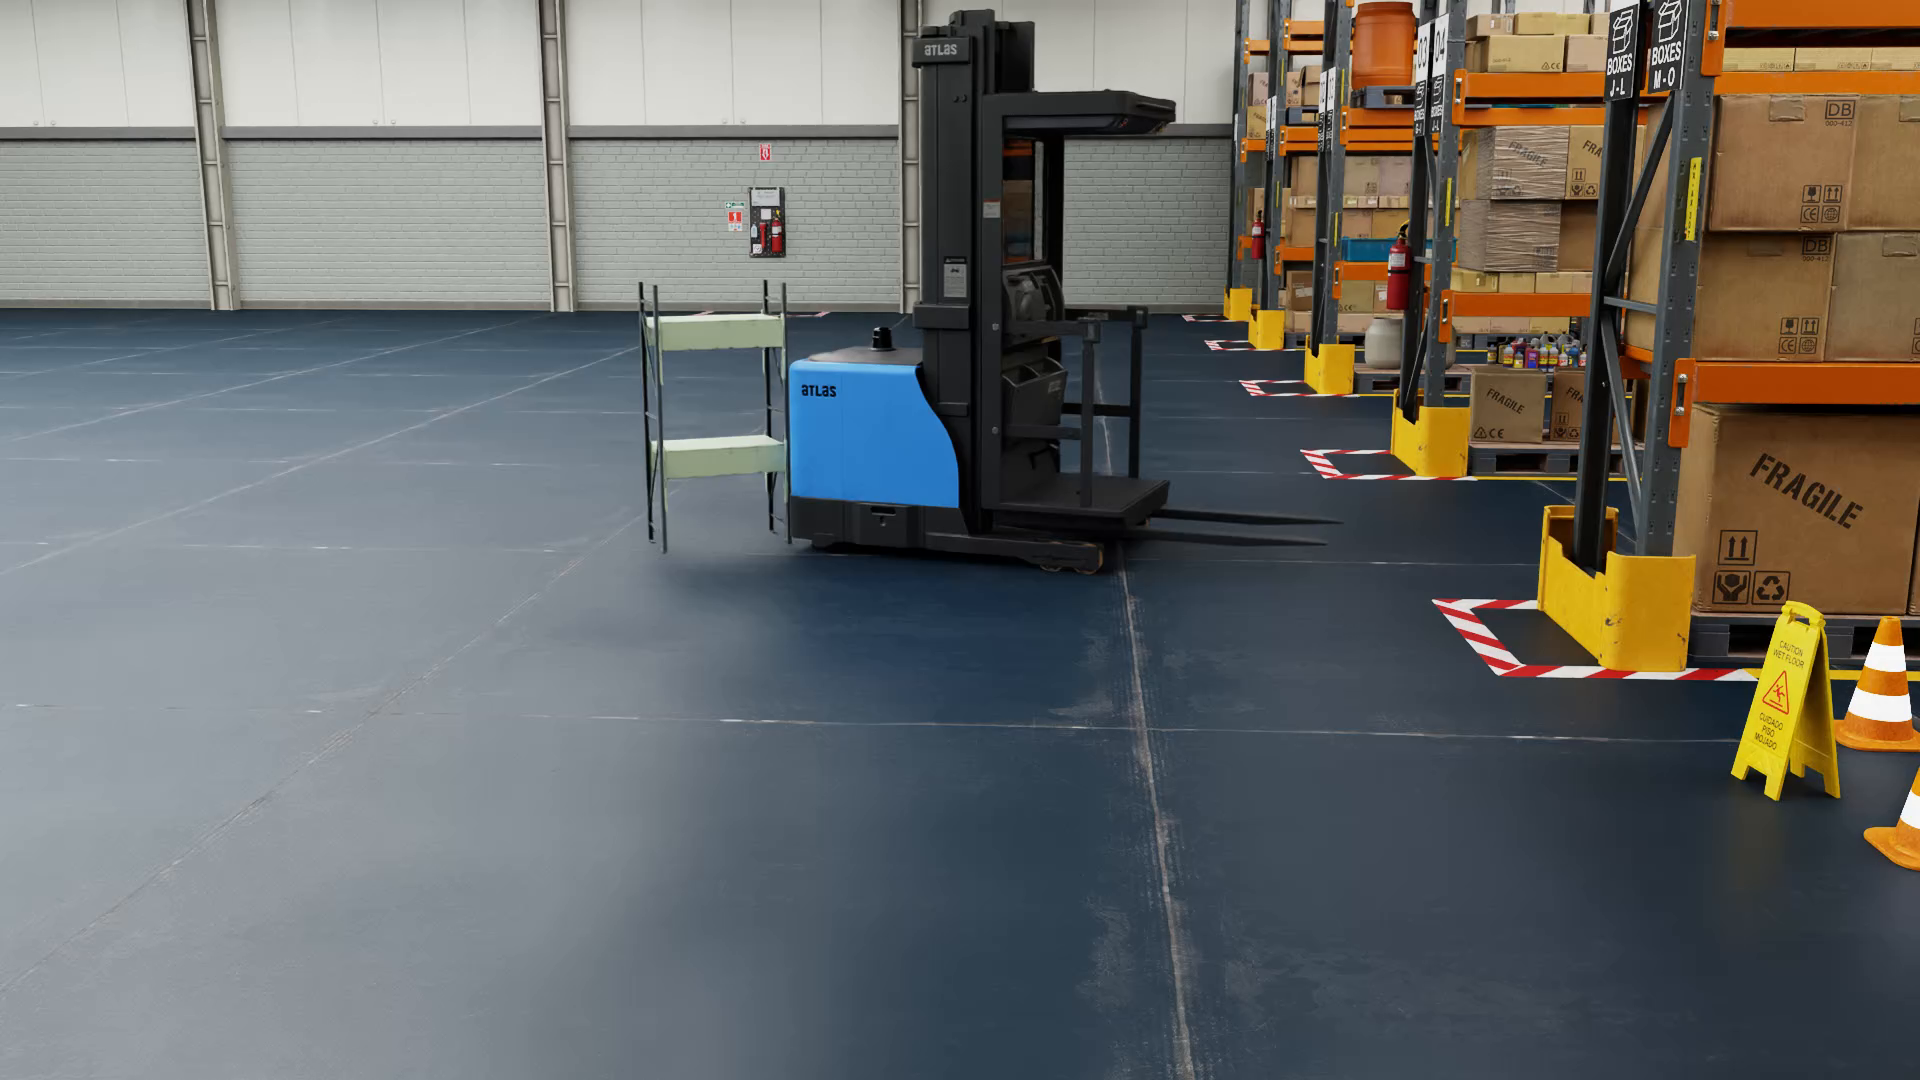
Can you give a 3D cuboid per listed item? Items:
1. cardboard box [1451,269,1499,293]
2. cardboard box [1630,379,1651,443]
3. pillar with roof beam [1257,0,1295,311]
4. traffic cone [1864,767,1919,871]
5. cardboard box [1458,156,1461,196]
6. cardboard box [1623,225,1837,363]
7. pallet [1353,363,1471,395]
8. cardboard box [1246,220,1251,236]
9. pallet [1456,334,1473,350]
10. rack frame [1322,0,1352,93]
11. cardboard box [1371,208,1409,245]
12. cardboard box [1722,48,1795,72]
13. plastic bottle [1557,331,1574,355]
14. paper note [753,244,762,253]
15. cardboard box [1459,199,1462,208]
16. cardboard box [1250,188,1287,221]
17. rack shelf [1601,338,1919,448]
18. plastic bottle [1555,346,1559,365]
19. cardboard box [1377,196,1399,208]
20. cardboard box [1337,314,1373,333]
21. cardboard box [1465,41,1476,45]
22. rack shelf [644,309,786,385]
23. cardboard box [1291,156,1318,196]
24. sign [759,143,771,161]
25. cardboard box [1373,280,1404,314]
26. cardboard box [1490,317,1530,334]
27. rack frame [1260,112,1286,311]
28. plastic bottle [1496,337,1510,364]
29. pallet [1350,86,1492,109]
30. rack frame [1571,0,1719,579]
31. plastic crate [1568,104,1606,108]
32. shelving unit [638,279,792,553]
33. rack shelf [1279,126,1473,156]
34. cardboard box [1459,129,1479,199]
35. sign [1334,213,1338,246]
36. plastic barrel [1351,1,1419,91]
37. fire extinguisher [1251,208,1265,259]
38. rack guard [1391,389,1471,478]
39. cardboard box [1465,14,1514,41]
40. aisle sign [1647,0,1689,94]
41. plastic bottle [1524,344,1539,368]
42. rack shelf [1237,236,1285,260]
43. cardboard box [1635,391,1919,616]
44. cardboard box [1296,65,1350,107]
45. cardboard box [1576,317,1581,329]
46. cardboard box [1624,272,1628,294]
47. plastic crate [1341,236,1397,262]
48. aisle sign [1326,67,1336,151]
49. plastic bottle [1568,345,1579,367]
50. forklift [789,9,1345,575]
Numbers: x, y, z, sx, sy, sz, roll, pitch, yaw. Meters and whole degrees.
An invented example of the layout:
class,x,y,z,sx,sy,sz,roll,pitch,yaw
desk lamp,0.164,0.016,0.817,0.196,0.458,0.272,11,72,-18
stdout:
class,x,y,z,sx,sy,sz,roll,pitch,yaw
cardboard box,3.698,-1.862,11.956,0.250,0.149,0.380,1,12,4
cardboard box,5.274,-0.994,12.272,0.500,0.500,0.500,2,12,9
pillar with roof beam,4.891,-7.297,22.675,0.400,9.000,9.100,1,12,4
traffic cone,3.018,0.740,5.101,0.334,0.463,0.336,1,12,4
cardboard box,6.640,-4.709,21.539,0.500,0.500,0.700,1,12,4
cardboard box,3.371,-1.103,7.349,0.550,0.550,0.875,1,12,4
pallet,4.650,-1.681,17.287,1.213,0.211,1.003,1,12,4
cardboard box,4.902,-5.043,26.866,0.500,0.250,0.500,1,12,5
pallet,6.075,-2.677,22.050,1.213,0.211,1.003,1,12,4
rack frame,3.761,-5.986,16.404,0.127,3.000,1.000,1,12,4
cardboard box,5.580,-4.087,21.735,0.500,0.500,0.700,1,12,4
cardboard box,5.422,-3.353,11.513,0.500,0.250,0.500,1,12,5
plastic bottle,6.362,-2.017,17.481,0.185,0.351,0.144,1,12,3
paper note,-3.443,-4.949,28.254,0.142,0.148,0.016,1,12,4
cardboard box,6.534,-4.350,21.411,0.250,0.149,0.380,1,12,5
cardboard box,4.879,-5.309,26.306,0.500,0.500,0.500,1,12,4
rack shelf,4.993,-0.646,7.287,4.000,0.370,1.077,1,12,4
plastic bottle,6.212,-1.922,17.388,0.097,0.201,0.097,0,12,0
cardboard box,5.503,-4.364,21.477,0.250,0.149,0.380,0,12,2
cardboard box,5.115,-2.862,21.813,0.500,0.250,0.500,1,12,4
cardboard box,3.728,-3.687,12.135,0.250,0.149,0.380,1,12,4
rack shelf,-1.406,-1.108,9.490,0.720,0.370,0.431,-5,13,-22
cardboard box,4.613,-4.735,21.666,0.500,0.500,0.700,1,12,4
sign,-3.272,-6.519,27.945,0.199,0.298,0.001,1,12,4
cardboard box,5.615,-3.224,21.714,0.500,0.500,0.500,1,12,4
cardboard box,7.111,-2.837,21.692,0.500,0.250,0.500,1,12,4
rack frame,4.096,-4.061,21.856,0.127,3.000,1.000,1,12,4
plastic bottle,5.740,-2.001,17.570,0.133,0.283,0.061,1,12,5
pallet,4.580,-4.394,16.581,1.213,0.211,1.003,1,12,4
rack frame,2.998,-1.025,7.344,0.127,3.000,1.000,1,12,4
plastic crate,6.123,-4.273,16.187,0.396,0.136,0.243,1,12,4
shelving unit,-1.405,-0.725,9.568,0.755,1.500,0.431,-5,13,-22
rack shelf,6.091,-5.150,21.492,4.000,0.370,1.077,1,12,4
cardboard box,3.995,-2.764,12.244,0.500,0.500,0.500,1,12,4
sign,3.720,-3.072,16.453,0.005,0.325,0.100,1,12,4
plastic barrel,4.254,-4.952,16.717,0.708,0.830,0.600,1,12,4
fire extinguisher,4.009,-4.120,22.325,0.183,0.674,0.296,1,12,4
rack guard,3.506,-0.813,12.432,0.348,0.500,1.175,1,12,4
cardboard box,3.689,-3.576,11.605,0.250,0.149,0.380,1,12,3
aisle sign,2.907,-2.238,6.789,0.004,0.787,0.394,1,12,4
plastic bottle,5.774,-1.840,16.796,0.133,0.283,0.061,1,12,5
rack shelf,6.418,-4.694,26.637,4.000,0.370,1.077,1,12,4
cardboard box,3.679,-0.195,7.539,0.875,0.875,0.875,1,12,4
cardboard box,4.669,-5.845,21.439,0.637,0.503,0.797,2,12,8
cardboard box,8.520,-2.920,22.089,0.500,0.250,0.500,1,12,3
cardboard box,4.695,-1.844,11.870,0.250,0.149,0.380,1,12,4
plastic crate,4.280,-3.031,17.293,0.616,0.251,0.499,1,12,4
aisle sign,3.670,-4.263,16.471,0.004,0.787,0.394,1,12,4
plastic bottle,6.193,-1.832,16.788,0.097,0.271,0.097,0,12,0
forklift,0.597,-1.371,9.162,3.031,2.935,1.130,4,13,20
